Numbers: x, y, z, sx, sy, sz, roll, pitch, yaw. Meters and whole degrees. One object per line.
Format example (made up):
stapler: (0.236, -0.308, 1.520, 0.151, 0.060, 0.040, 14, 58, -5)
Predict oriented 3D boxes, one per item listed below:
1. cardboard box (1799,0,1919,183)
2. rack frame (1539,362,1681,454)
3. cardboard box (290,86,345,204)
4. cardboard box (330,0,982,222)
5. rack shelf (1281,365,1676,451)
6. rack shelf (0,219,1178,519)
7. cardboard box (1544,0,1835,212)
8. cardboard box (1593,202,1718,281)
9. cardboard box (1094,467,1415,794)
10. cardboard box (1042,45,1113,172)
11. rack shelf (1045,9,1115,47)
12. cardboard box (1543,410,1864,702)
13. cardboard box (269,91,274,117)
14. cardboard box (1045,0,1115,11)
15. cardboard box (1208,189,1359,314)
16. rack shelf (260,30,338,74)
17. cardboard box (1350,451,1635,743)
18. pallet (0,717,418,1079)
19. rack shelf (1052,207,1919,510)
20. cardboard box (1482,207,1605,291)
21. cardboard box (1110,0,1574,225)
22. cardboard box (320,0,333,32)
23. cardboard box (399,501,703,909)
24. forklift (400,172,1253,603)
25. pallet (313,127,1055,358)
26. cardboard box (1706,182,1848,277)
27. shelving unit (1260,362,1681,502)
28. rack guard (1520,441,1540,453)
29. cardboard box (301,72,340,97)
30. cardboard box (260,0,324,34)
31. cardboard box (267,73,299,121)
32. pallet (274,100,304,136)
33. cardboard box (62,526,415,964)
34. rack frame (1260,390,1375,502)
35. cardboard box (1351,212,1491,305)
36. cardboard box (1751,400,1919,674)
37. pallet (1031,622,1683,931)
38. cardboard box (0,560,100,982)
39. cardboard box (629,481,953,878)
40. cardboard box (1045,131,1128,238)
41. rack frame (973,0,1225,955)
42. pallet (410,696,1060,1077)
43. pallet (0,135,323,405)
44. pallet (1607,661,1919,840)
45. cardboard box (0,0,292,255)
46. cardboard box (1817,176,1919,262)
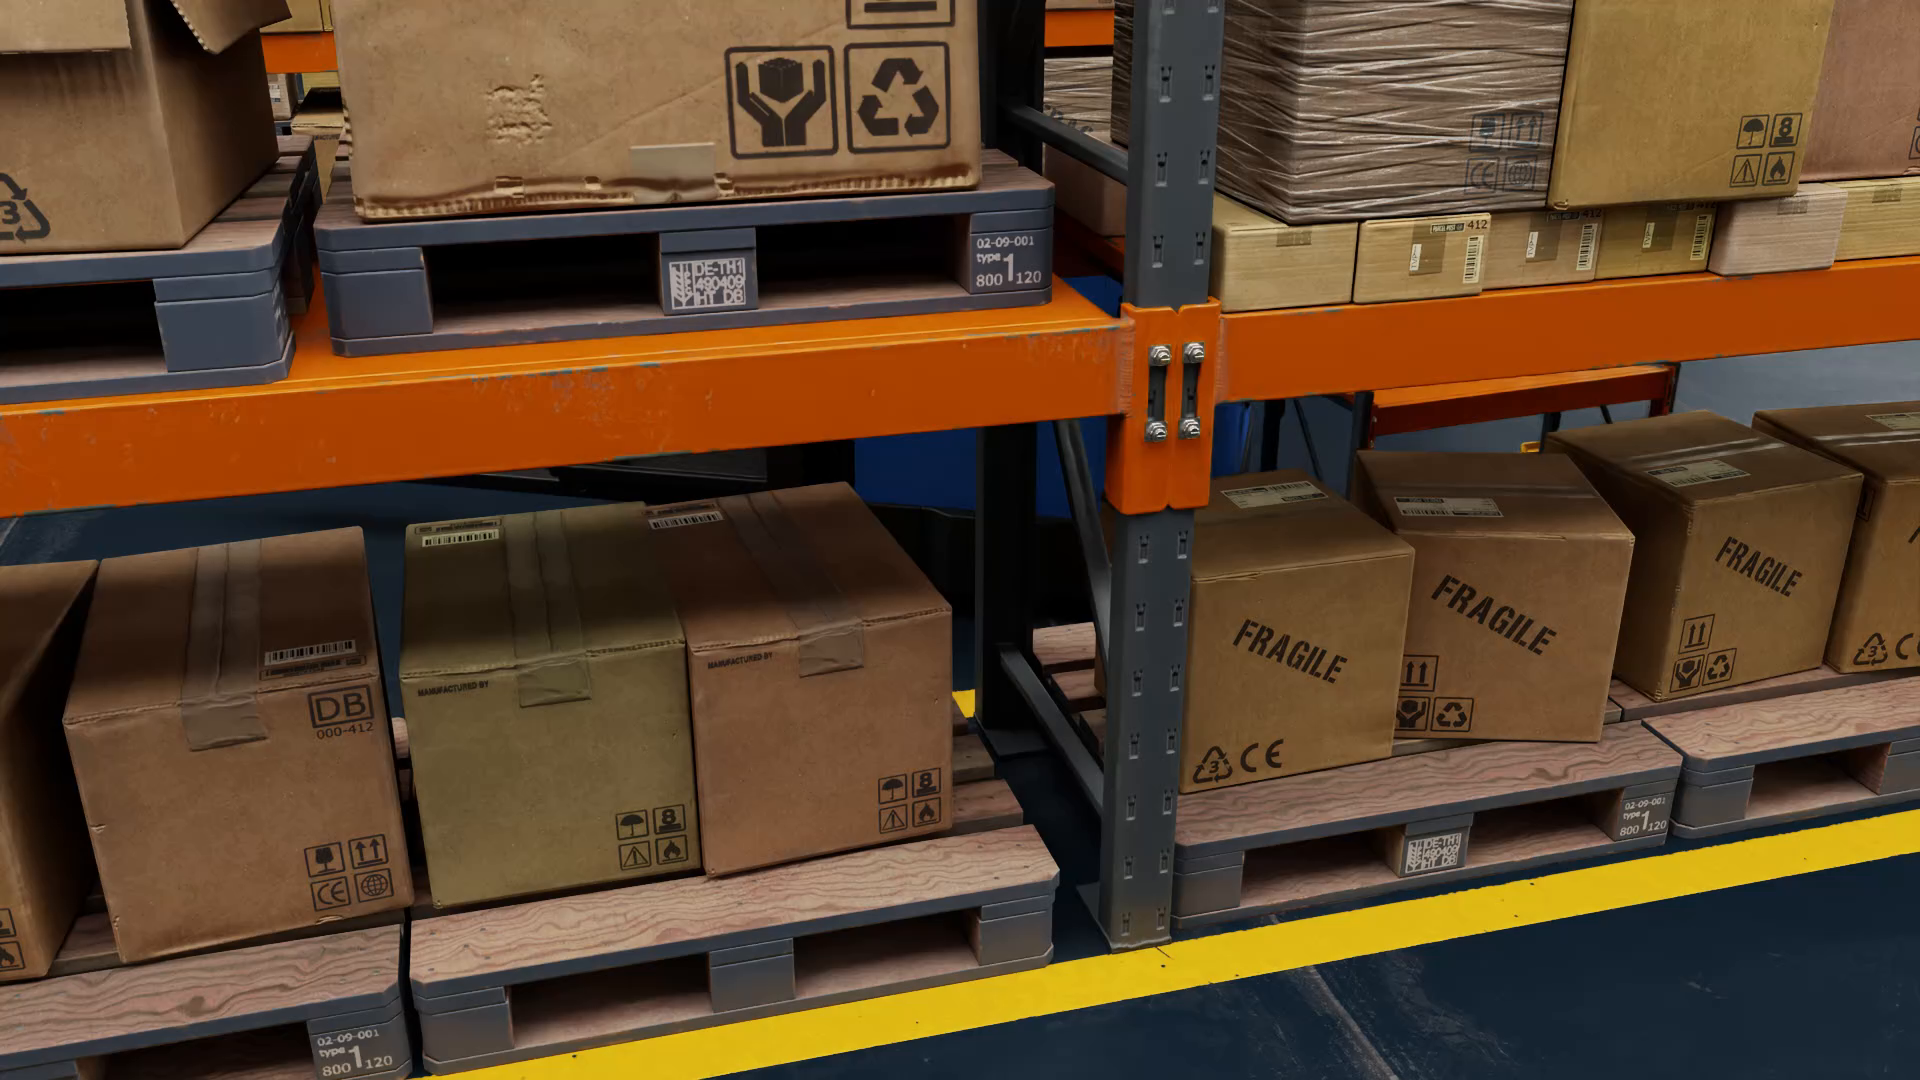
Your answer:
cardboard box: (1.625, -1.085, 3.471, 0.500, 0.500, 0.875, -6, 24, -14)
rack frame: (1.951, -0.668, 4.906, 0.032, 1.500, 0.500, -8, 25, -18)
cardboard box: (-2.516, -1.598, 7.491, 0.750, 0.750, 1.050, -6, 24, -14)
cardboard box: (-0.573, -1.184, 2.912, 1.000, 1.000, 1.000, -6, 24, -14)
rack shelf: (1.474, -0.434, 4.816, 1.000, 0.185, 0.538, -8, 25, -18)
rack shelf: (-1.696, -0.203, 2.832, 4.000, 0.370, 1.077, -6, 24, -14)
cardboard box: (1.171, -0.994, 3.258, 0.500, 0.500, 0.875, -6, 24, -14)
cardboard box: (1.234, -0.629, 3.230, 0.250, 0.149, 0.380, -6, 24, -14)
cardboard box: (0.626, 0.182, 3.660, 0.500, 0.500, 0.500, -7, 24, -16)
cardboard box: (0.478, -1.995, 8.257, 0.875, 0.875, 0.875, -6, 24, -14)
rack shelf: (0.913, -2.523, 8.238, 4.000, 0.370, 1.077, -6, 24, -14)
cardboard box: (1.752, 0.022, 4.033, 0.500, 0.500, 0.500, -9, 25, -19)
cardboard box: (-3.413, -1.499, 7.259, 0.750, 0.750, 1.050, -6, 24, -14)
cardboard box: (0.414, -2.833, 7.859, 0.550, 0.550, 0.875, -6, 24, -14)
cardboard box: (0.518, -0.540, 3.023, 0.250, 0.149, 0.380, -6, 24, -14)
rack shelf: (-2.938, -2.097, 7.245, 4.000, 0.370, 1.077, -6, 24, -14)
cardboard box: (1.175, 0.118, 3.809, 0.500, 0.500, 0.500, 1, 23, 3)
pallet: (-1.696, 0.750, 3.235, 1.213, 0.211, 1.003, -6, 24, -14)
rack shelf: (2.155, -0.629, 3.825, 4.000, 0.370, 1.077, -6, 24, -14)
cardboard box: (0.995, -0.599, 3.160, 0.250, 0.149, 0.380, -6, 24, -14)
cardboard box: (0.680, -0.954, 3.165, 0.500, 0.500, 0.875, -6, 24, -14)
cardboard box: (-2.416, -2.422, 6.963, 0.500, 0.500, 0.500, -6, 24, -14)
cardboard box: (-0.832, 0.301, 3.357, 0.500, 0.500, 0.700, -6, 24, -15)
forklift: (-0.629, -1.408, 4.813, 3.031, 2.935, 1.130, 5, 24, 11)
pallet: (-0.546, -0.632, 3.163, 1.213, 0.211, 1.003, -6, 24, -14)
cardboard box: (1.485, -0.640, 3.256, 0.250, 0.149, 0.380, -6, 24, -14)
shelving unit: (1.465, -0.598, 4.742, 1.083, 1.500, 0.587, -8, 25, -18)
rack guard: (1.933, -0.091, 5.146, 0.087, 0.250, 0.587, -8, 25, -18)
cardboard box: (-4.312, -3.285, 11.902, 0.625, 0.372, 0.950, -6, 24, -13)
cardboard box: (-2.904, -2.367, 6.835, 0.500, 0.500, 0.500, -7, 24, -15)
cardboard box: (-5.044, -3.206, 11.719, 0.625, 0.372, 0.950, -7, 24, -15)
pallet: (-4.373, -3.013, 12.004, 1.213, 0.211, 1.003, -6, 24, -14)
cardboard box: (-1.370, 0.360, 3.218, 0.500, 0.500, 0.700, -8, 25, -19)
rack frame: (0.996, -0.531, 4.585, 0.032, 1.500, 0.500, -8, 25, -18)
cardboard box: (0.762, -0.562, 3.073, 0.250, 0.149, 0.380, -6, 24, -14)
cardboard box: (2.301, -0.021, 4.132, 0.500, 0.500, 0.500, -4, 24, -9)
pallet: (0.867, 0.450, 3.934, 1.213, 0.211, 1.003, -6, 24, -14)
cardboard box: (-1.907, 0.420, 3.079, 0.500, 0.500, 0.700, -4, 24, -10)
cardboard box: (-0.367, 0.257, 3.459, 0.500, 0.500, 0.700, -8, 25, -18)
cardboard box: (0.357, -0.766, 3.549, 0.250, 0.149, 0.380, -6, 24, -14)
rack frame: (0.230, -0.747, 3.186, 0.127, 3.000, 1.000, -6, 24, -14)
pallet: (-0.520, 0.618, 3.541, 1.213, 0.211, 1.003, -6, 24, -14)
pallet: (-1.727, -0.459, 2.759, 1.213, 0.211, 1.003, -6, 24, -14)
pallet: (2.044, 0.318, 4.240, 1.213, 0.211, 1.003, -6, 24, -14)
cardboard box: (-1.414, -0.767, 2.571, 0.637, 0.503, 0.797, -4, 24, -9)
cardboard box: (1.715, -0.682, 3.355, 0.250, 0.149, 0.380, -6, 24, -14)
